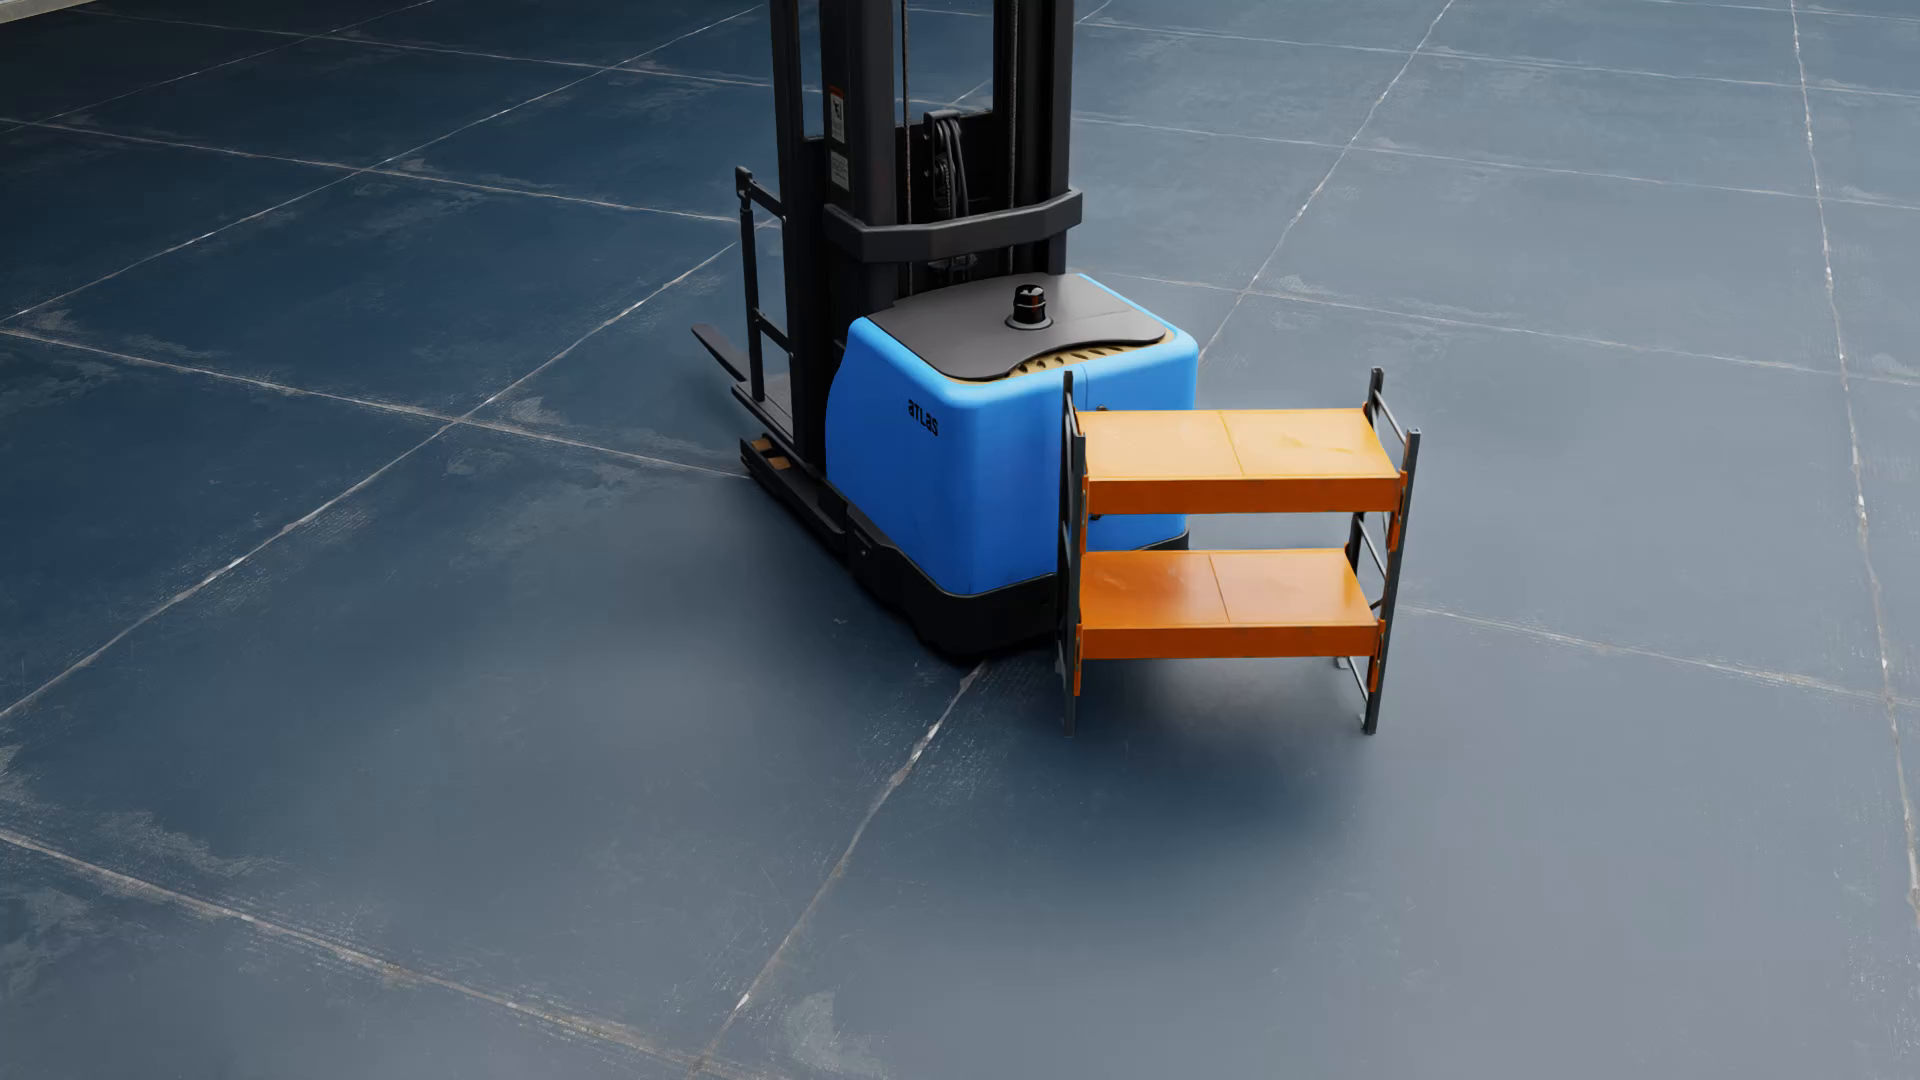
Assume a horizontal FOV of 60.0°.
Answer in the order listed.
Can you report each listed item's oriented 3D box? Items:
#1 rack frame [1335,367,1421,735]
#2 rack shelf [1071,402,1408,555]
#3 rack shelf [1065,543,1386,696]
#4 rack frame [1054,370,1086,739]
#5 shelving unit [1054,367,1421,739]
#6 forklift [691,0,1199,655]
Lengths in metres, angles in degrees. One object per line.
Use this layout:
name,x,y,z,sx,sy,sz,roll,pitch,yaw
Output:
rack frame,1.376,0.043,5.531,0.032,1.125,0.500,-1,29,-1
rack shelf,0.868,-0.206,5.377,1.000,0.278,0.538,-1,29,-1
rack shelf,0.868,0.262,5.641,1.000,0.278,0.538,-1,29,-1
rack frame,0.360,0.055,5.510,0.032,1.125,0.500,-1,29,-1
shelving unit,0.868,0.049,5.521,1.048,1.125,0.538,-1,29,-1
forklift,-0.296,-1.564,6.539,1.130,2.935,3.031,-15,33,-25
